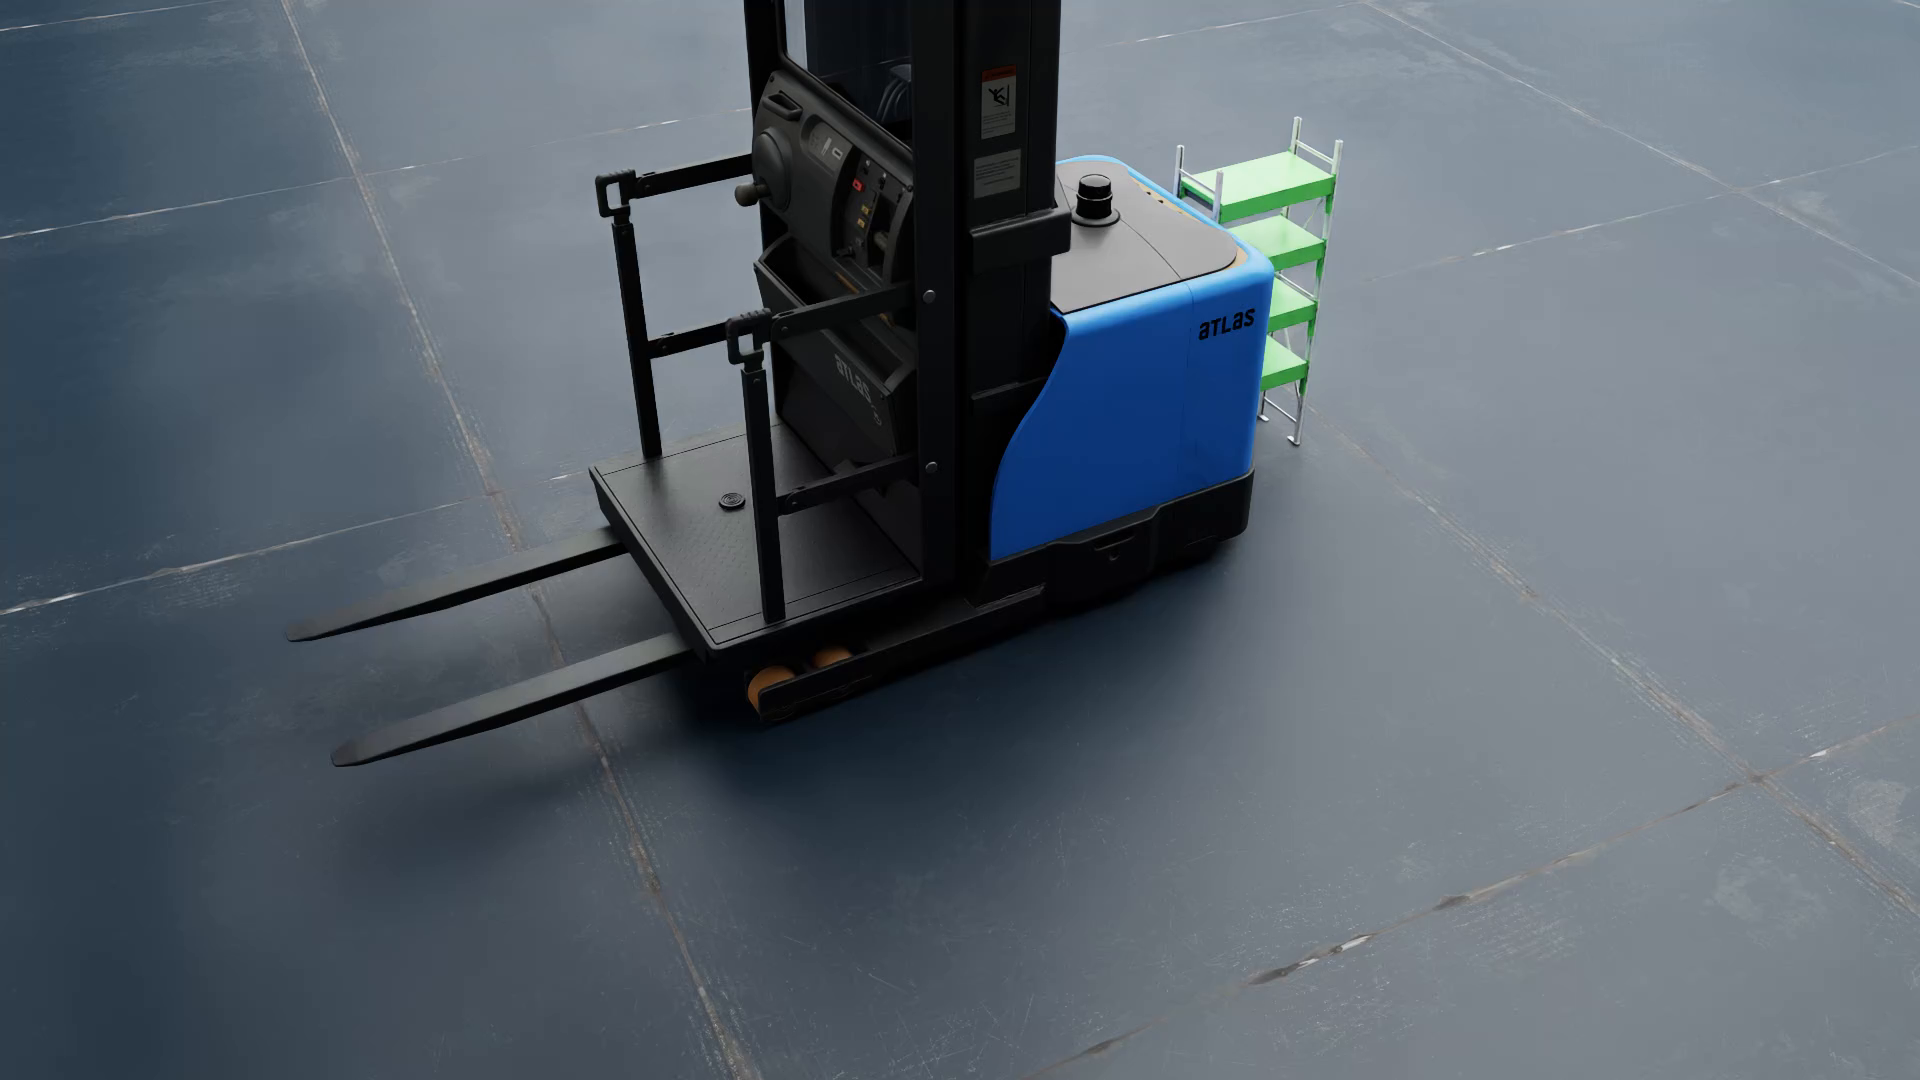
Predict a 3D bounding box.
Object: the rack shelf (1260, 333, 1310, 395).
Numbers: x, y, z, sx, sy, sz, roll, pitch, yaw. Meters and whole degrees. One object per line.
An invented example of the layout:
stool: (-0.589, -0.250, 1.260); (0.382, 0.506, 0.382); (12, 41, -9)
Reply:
rack shelf: (0.994, -0.586, 6.043); (0.480, 0.148, 0.258); (-18, 40, -23)

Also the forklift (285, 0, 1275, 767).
forklift: (-0.550, -0.994, 4.630); (3.031, 2.935, 1.130); (-18, 40, -23)

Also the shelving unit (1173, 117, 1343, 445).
shelving unit: (0.994, -0.830, 5.862); (0.503, 1.200, 0.258); (-18, 40, -23)

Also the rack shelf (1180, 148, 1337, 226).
rack shelf: (0.994, -1.164, 5.614); (0.480, 0.148, 0.258); (-18, 40, -23)

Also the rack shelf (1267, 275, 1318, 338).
rack shelf: (0.994, -0.779, 5.900); (0.480, 0.148, 0.258); (-18, 40, -23)

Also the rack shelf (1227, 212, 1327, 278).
rack shelf: (0.994, -0.972, 5.757); (0.480, 0.148, 0.258); (-18, 40, -23)

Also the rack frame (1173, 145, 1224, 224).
rack frame: (0.782, -0.759, 5.766); (0.015, 1.200, 0.240); (-18, 40, -23)

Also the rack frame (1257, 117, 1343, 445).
rack frame: (1.207, -0.901, 5.958); (0.015, 1.200, 0.240); (-18, 40, -23)
